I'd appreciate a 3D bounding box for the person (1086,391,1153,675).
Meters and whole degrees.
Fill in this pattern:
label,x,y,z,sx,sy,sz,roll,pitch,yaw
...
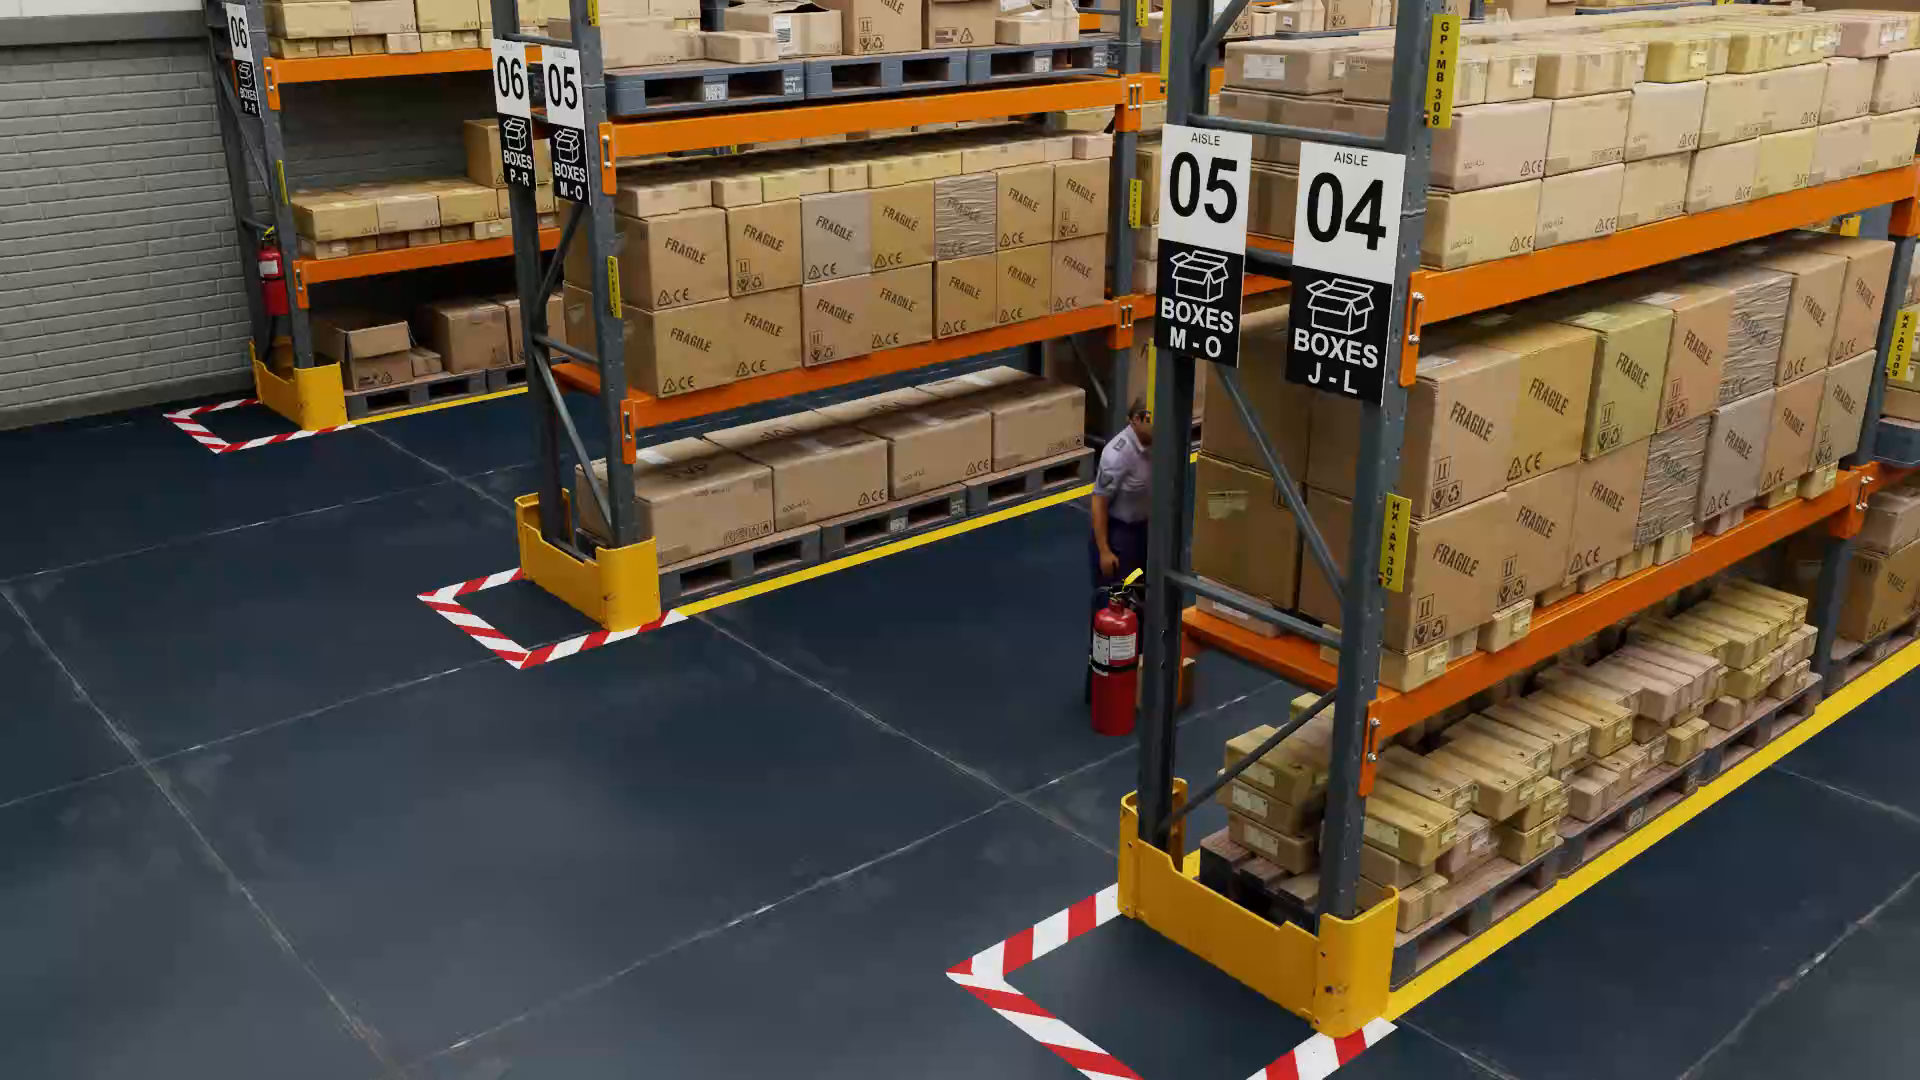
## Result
label,x,y,z,sx,sy,sz,roll,pitch,yaw
person,0.894,0.034,8.524,0.541,1.638,0.413,-17,27,-37
